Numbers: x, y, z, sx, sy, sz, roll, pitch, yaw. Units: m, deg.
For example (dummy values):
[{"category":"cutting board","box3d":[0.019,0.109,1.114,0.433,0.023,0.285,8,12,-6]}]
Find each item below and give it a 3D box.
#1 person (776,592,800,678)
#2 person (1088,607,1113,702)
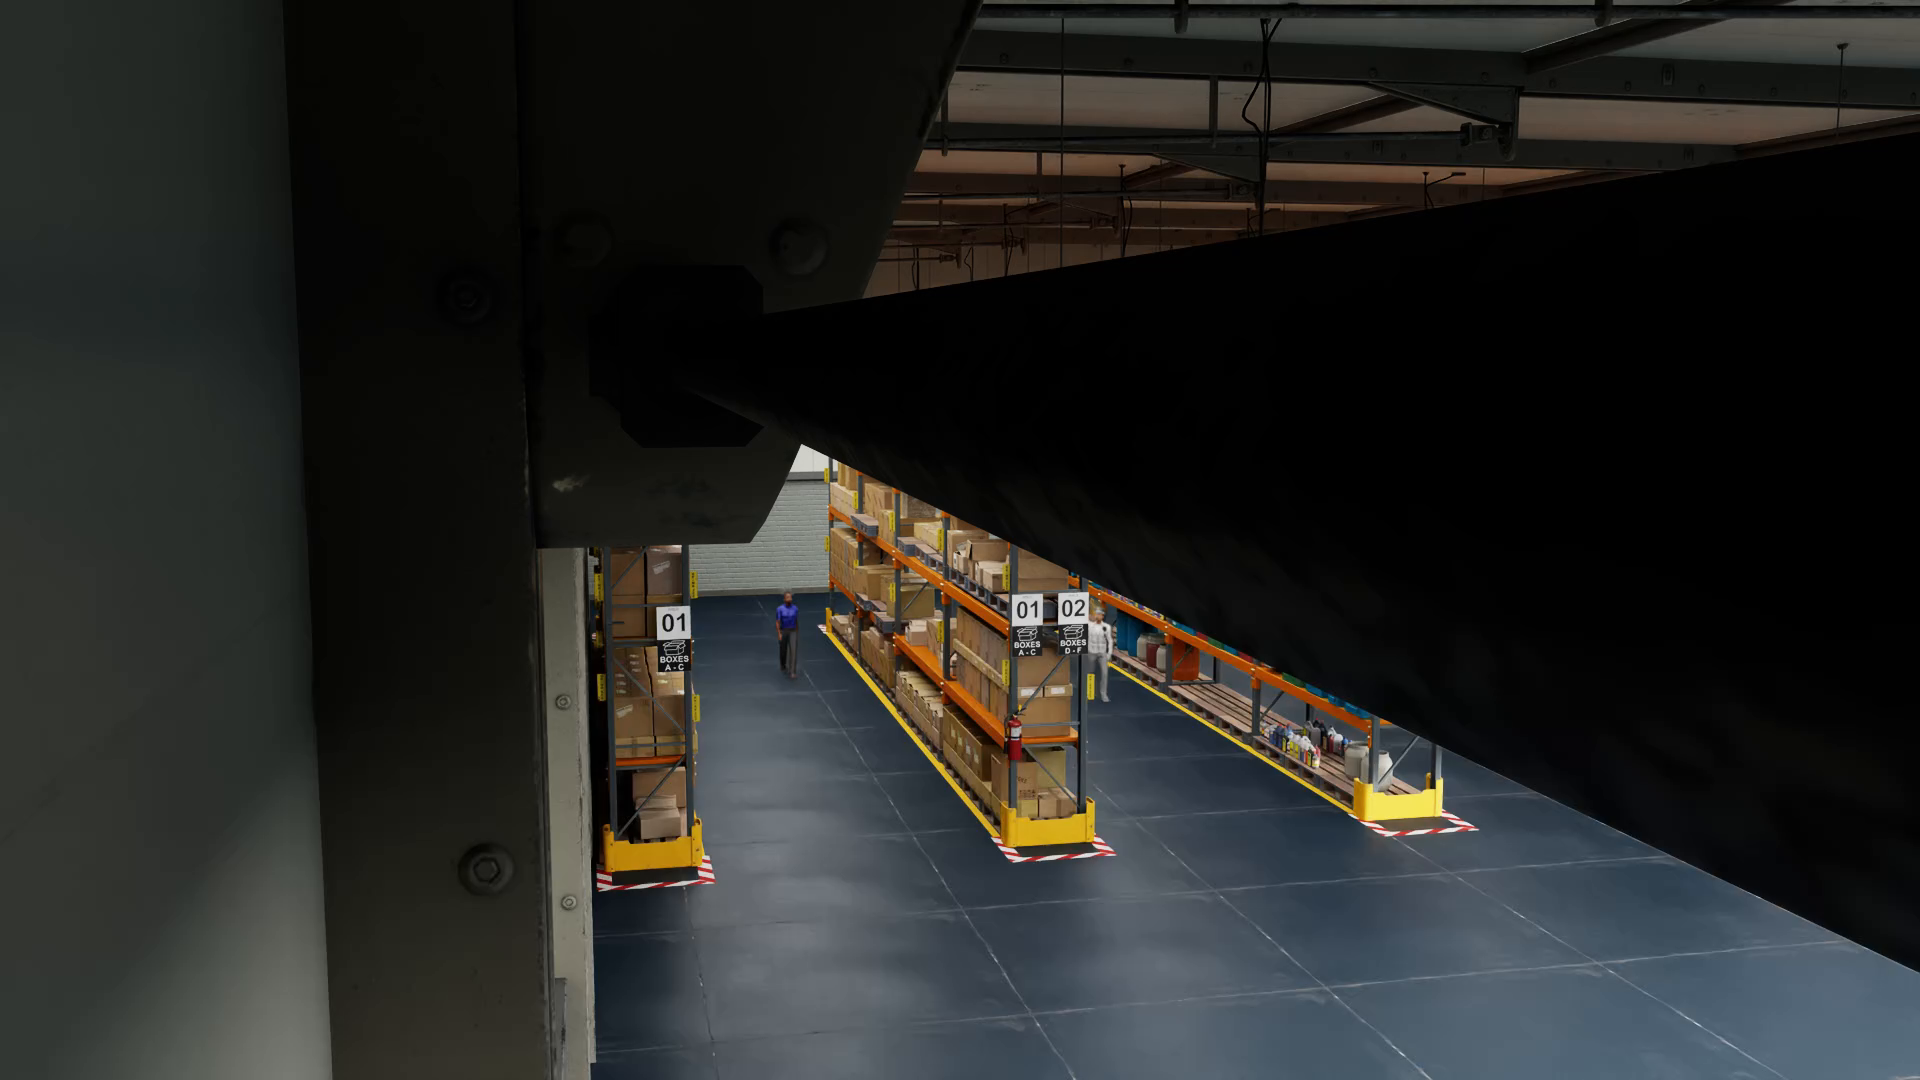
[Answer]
[{"category":"person","box3d":[-3.268,1.783,31.616,0.463,1.608,0.928,-1,7,-7]},{"category":"person","box3d":[2.443,2.003,29.554,0.581,1.646,0.948,-1,7,-10]}]
